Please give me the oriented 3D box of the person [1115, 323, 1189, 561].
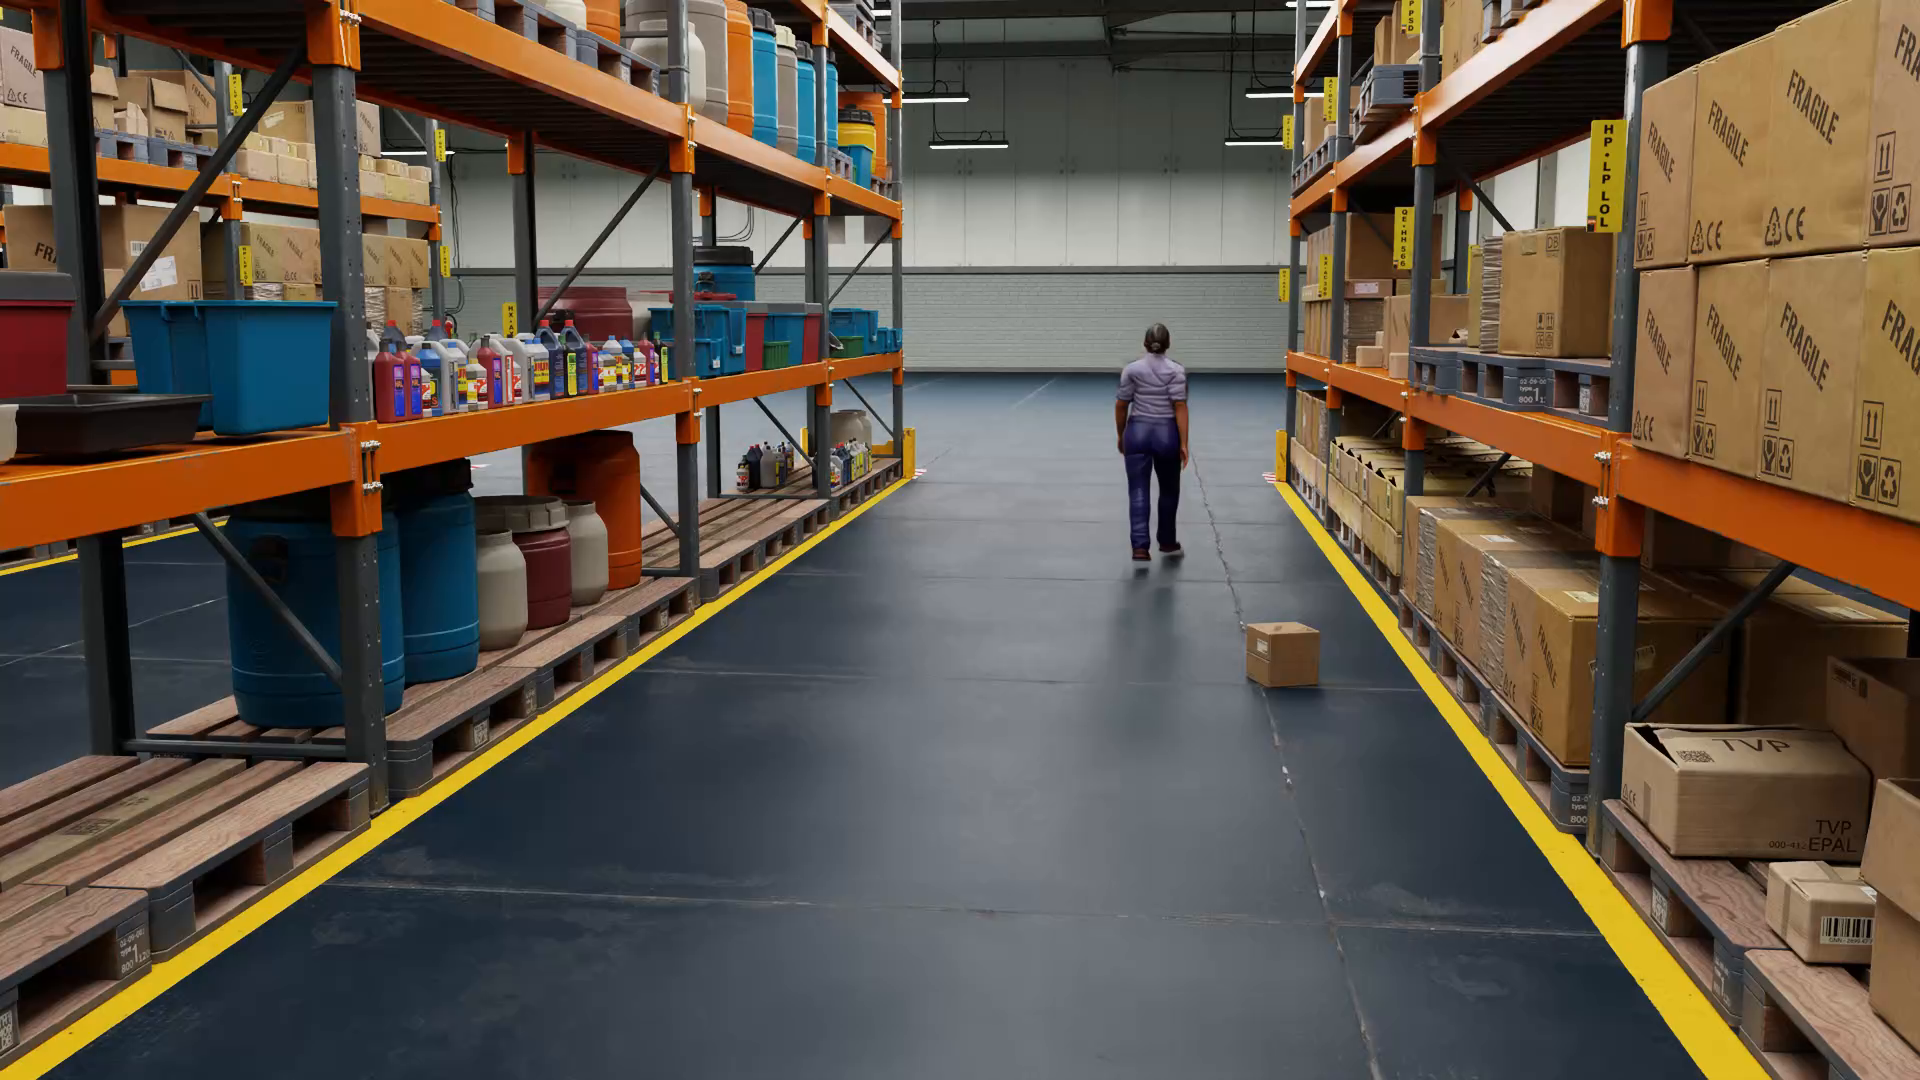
[{"bbox_3d":[1.306,-0.677,11.307,0.505,1.586,0.985,1,8,9],"label":"person"}]
